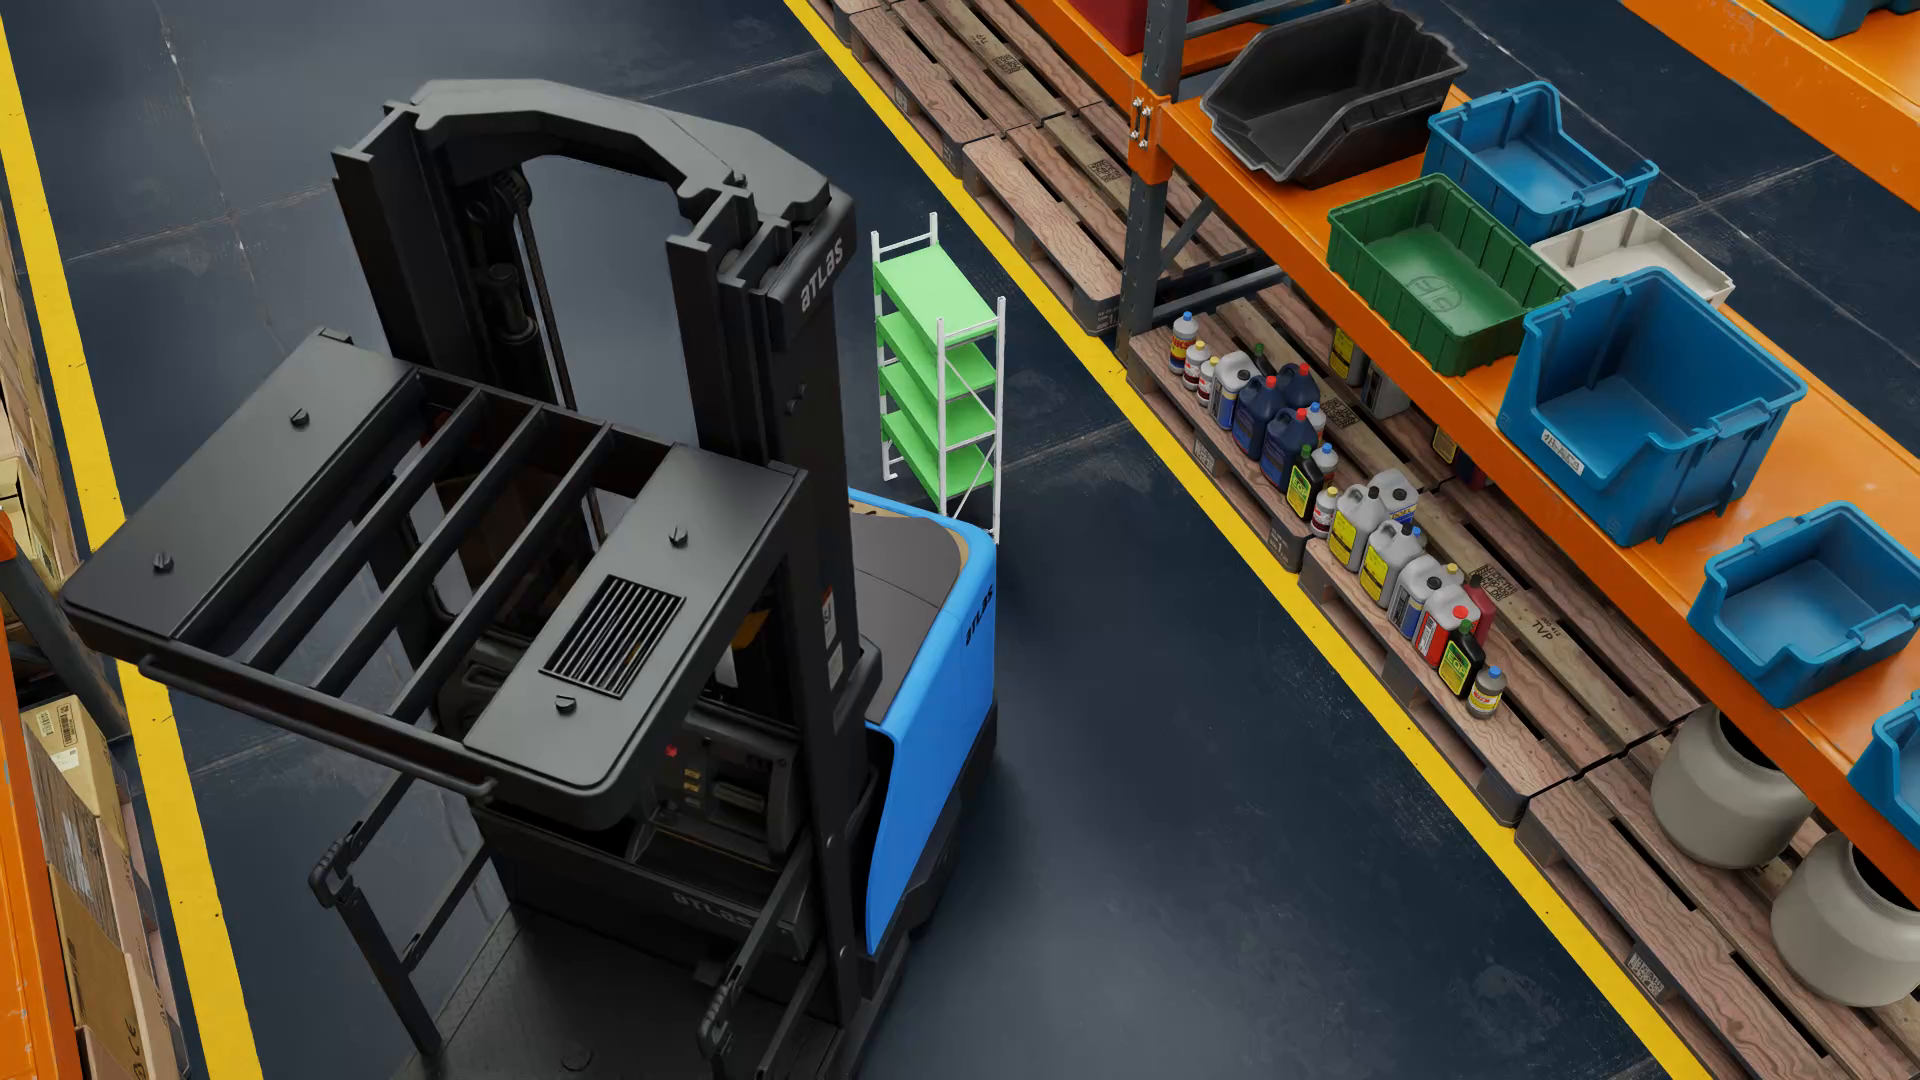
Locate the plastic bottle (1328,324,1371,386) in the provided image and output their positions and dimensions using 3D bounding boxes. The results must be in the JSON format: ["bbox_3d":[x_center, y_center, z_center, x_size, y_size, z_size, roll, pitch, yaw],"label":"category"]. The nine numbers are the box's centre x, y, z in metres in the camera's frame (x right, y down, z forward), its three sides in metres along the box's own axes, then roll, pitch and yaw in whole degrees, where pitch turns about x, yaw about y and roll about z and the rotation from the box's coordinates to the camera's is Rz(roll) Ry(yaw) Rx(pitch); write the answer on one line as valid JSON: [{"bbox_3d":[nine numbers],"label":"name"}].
[{"bbox_3d":[1.537,-0.783,6.410,0.144,0.351,0.185,-21,52,-18],"label":"plastic bottle"}]

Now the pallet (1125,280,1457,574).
[{"bbox_3d":[1.384,-0.510,6.556,1.003,0.211,1.213,-21,52,-18],"label":"pallet"}]

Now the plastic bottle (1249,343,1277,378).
[{"bbox_3d":[1.137,-0.608,6.301,0.061,0.283,0.133,-21,52,-18],"label":"plastic bottle"}]

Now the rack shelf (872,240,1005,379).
[{"bbox_3d":[-0.076,-0.780,5.582,0.258,0.148,0.480,-21,52,-18],"label":"rack shelf"}]

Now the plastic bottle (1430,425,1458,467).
[{"bbox_3d":[1.821,-0.413,6.131,0.061,0.283,0.133,-21,52,-18],"label":"plastic bottle"}]

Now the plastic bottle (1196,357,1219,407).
[{"bbox_3d":[0.963,-0.615,6.362,0.097,0.201,0.097,0,49,0],"label":"plastic bottle"}]

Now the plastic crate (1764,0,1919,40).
[{"bbox_3d":[1.804,-1.369,3.473,0.392,0.384,0.575,-21,52,-18],"label":"plastic crate"}]

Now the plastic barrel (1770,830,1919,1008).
[{"bbox_3d":[2.575,1.052,4.711,0.421,0.512,0.421,0,49,0],"label":"plastic barrel"}]

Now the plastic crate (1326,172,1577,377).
[{"bbox_3d":[1.484,-0.816,5.112,0.450,0.188,0.662,-21,52,-18],"label":"plastic crate"}]

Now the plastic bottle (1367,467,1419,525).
[{"bbox_3d":[1.516,-0.114,5.874,0.152,0.276,0.135,-21,52,-18],"label":"plastic bottle"}]

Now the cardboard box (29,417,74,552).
[{"bbox_3d":[-3.489,-0.119,5.909,0.500,0.250,0.500,-20,52,-17],"label":"cardboard box"}]

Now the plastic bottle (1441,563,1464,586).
[{"bbox_3d":[1.662,0.157,5.686,0.097,0.201,0.097,0,49,0],"label":"plastic bottle"}]

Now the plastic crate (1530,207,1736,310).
[{"bbox_3d":[2.082,-0.805,5.137,0.530,0.136,0.437,-21,52,-18],"label":"plastic crate"}]

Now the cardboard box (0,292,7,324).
[{"bbox_3d":[-3.964,-0.997,6.304,0.500,0.311,0.500,-20,52,-17],"label":"cardboard box"}]

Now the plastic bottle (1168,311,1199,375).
[{"bbox_3d":[0.870,-0.774,6.455,0.097,0.271,0.097,0,49,0],"label":"plastic bottle"}]

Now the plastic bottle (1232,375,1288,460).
[{"bbox_3d":[1.114,-0.481,6.146,0.144,0.351,0.185,-20,52,-17],"label":"plastic bottle"}]

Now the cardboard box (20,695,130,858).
[{"bbox_3d":[-2.885,0.814,5.093,0.500,0.250,0.500,-21,52,-18],"label":"cardboard box"}]

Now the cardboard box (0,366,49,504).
[{"bbox_3d":[-3.484,-0.305,5.699,0.500,0.311,0.500,-22,52,-18],"label":"cardboard box"}]

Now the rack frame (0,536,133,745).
[{"bbox_3d":[-3.292,-0.188,4.422,1.000,3.000,0.127,-21,52,-18],"label":"rack frame"}]

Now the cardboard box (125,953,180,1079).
[{"bbox_3d":[-2.424,1.482,4.509,0.500,0.250,0.500,-21,52,-18],"label":"cardboard box"}]

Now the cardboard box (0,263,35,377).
[{"bbox_3d":[-3.960,-0.805,6.509,0.500,0.250,0.500,-20,52,-17],"label":"cardboard box"}]

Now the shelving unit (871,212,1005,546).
[{"bbox_3d":[-0.076,-0.506,5.895,0.258,1.200,0.503,-21,52,-18],"label":"shelving unit"}]

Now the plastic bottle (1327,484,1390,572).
[{"bbox_3d":[1.395,-0.070,5.786,0.144,0.351,0.185,-22,52,-18],"label":"plastic bottle"}]

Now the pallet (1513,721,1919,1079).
[{"bbox_3d":[2.501,1.123,5.127,1.003,0.211,1.213,-21,52,-18],"label":"pallet"}]

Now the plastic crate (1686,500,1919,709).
[{"bbox_3d":[2.157,0.166,4.211,0.499,0.251,0.408,-21,52,-18],"label":"plastic crate"}]

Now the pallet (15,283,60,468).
[{"bbox_3d":[-4.226,-0.567,6.606,1.003,0.211,1.213,-21,52,-18],"label":"pallet"}]

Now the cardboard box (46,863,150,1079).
[{"bbox_3d":[-2.435,1.239,4.223,0.500,0.500,0.500,-21,52,-18],"label":"cardboard box"}]

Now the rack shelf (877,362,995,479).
[{"bbox_3d":[-0.076,-0.464,5.943,0.258,0.148,0.480,-21,52,-18],"label":"rack shelf"}]

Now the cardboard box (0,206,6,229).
[{"bbox_3d":[-4.426,-1.486,7.105,0.500,0.250,0.500,-22,52,-18],"label":"cardboard box"}]

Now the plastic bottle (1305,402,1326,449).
[{"bbox_3d":[1.288,-0.400,6.127,0.097,0.271,0.097,0,49,0],"label":"plastic bottle"}]

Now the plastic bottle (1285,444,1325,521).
[{"bbox_3d":[1.239,-0.208,5.951,0.061,0.283,0.133,-19,52,-16],"label":"plastic bottle"}]

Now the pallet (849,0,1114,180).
[{"bbox_3d":[0.158,-2.304,8.124,1.003,0.211,1.213,-21,52,-18],"label":"pallet"}]

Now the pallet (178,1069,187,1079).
[{"bbox_3d":[-2.403,2.094,4.278,1.003,0.211,1.213,-21,52,-18],"label":"pallet"}]

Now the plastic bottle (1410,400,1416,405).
[{"bbox_3d":[1.753,-0.704,6.341,0.144,0.351,0.185,-24,53,-19],"label":"plastic bottle"}]

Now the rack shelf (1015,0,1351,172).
[{"bbox_3d":[0.199,-2.993,7.353,1.077,0.370,4.000,-21,52,-18],"label":"rack shelf"}]

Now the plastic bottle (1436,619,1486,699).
[{"bbox_3d":[1.645,0.385,5.433,0.061,0.283,0.133,-20,52,-17],"label":"plastic bottle"}]

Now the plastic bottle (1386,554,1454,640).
[{"bbox_3d":[1.560,0.188,5.610,0.152,0.276,0.135,-23,53,-19],"label":"plastic bottle"}]

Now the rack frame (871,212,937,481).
[{"bbox_3d":[-0.187,-0.669,6.038,0.240,1.200,0.015,-21,52,-18],"label":"rack frame"}]

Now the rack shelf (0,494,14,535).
[{"bbox_3d":[-4.207,-1.290,5.863,1.077,0.370,4.000,-21,52,-18],"label":"rack shelf"}]

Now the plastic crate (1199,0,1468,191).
[{"bbox_3d":[1.241,-1.477,5.590,0.767,0.338,0.504,-21,52,-18],"label":"plastic crate"}]

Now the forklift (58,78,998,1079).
[{"bbox_3d":[-0.894,0.612,3.767,1.130,2.935,3.031,17,51,14],"label":"forklift"}]
